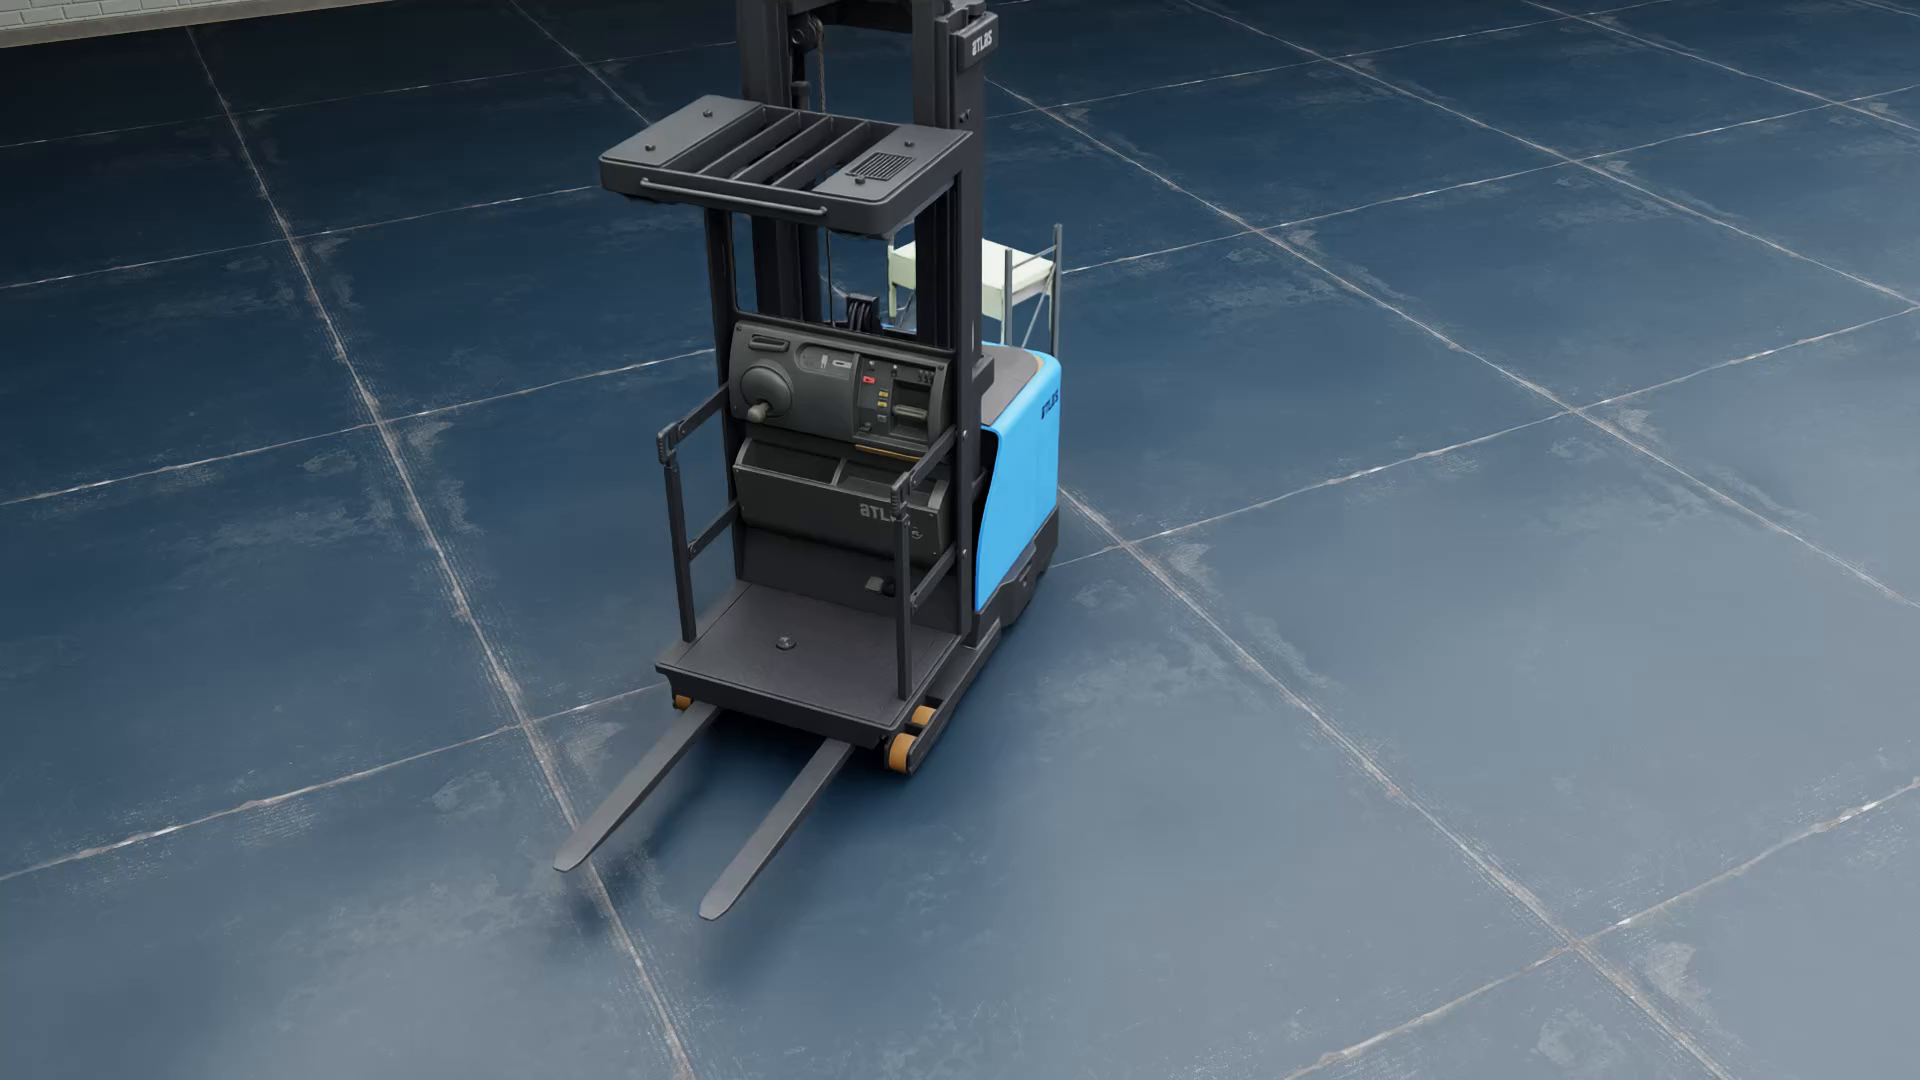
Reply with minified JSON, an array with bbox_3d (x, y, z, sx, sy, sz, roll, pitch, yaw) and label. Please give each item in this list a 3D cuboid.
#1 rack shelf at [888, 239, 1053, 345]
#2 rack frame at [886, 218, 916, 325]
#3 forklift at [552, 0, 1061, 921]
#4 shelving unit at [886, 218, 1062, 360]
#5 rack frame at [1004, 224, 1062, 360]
[{"bbox_3d":[0.061,-1.219,8.040,0.720,0.370,0.431,25,40,33],"label":"rack shelf"},{"bbox_3d":[-0.217,-1.019,8.451,0.023,1.500,0.400,25,40,33],"label":"rack frame"},{"bbox_3d":[-0.570,-0.546,6.385,1.130,2.935,3.031,13,35,19],"label":"forklift"},{"bbox_3d":[0.061,-0.891,8.250,0.755,1.500,0.431,25,40,33],"label":"shelving unit"},{"bbox_3d":[0.339,-0.762,8.050,0.023,1.500,0.400,25,40,33],"label":"rack frame"}]
